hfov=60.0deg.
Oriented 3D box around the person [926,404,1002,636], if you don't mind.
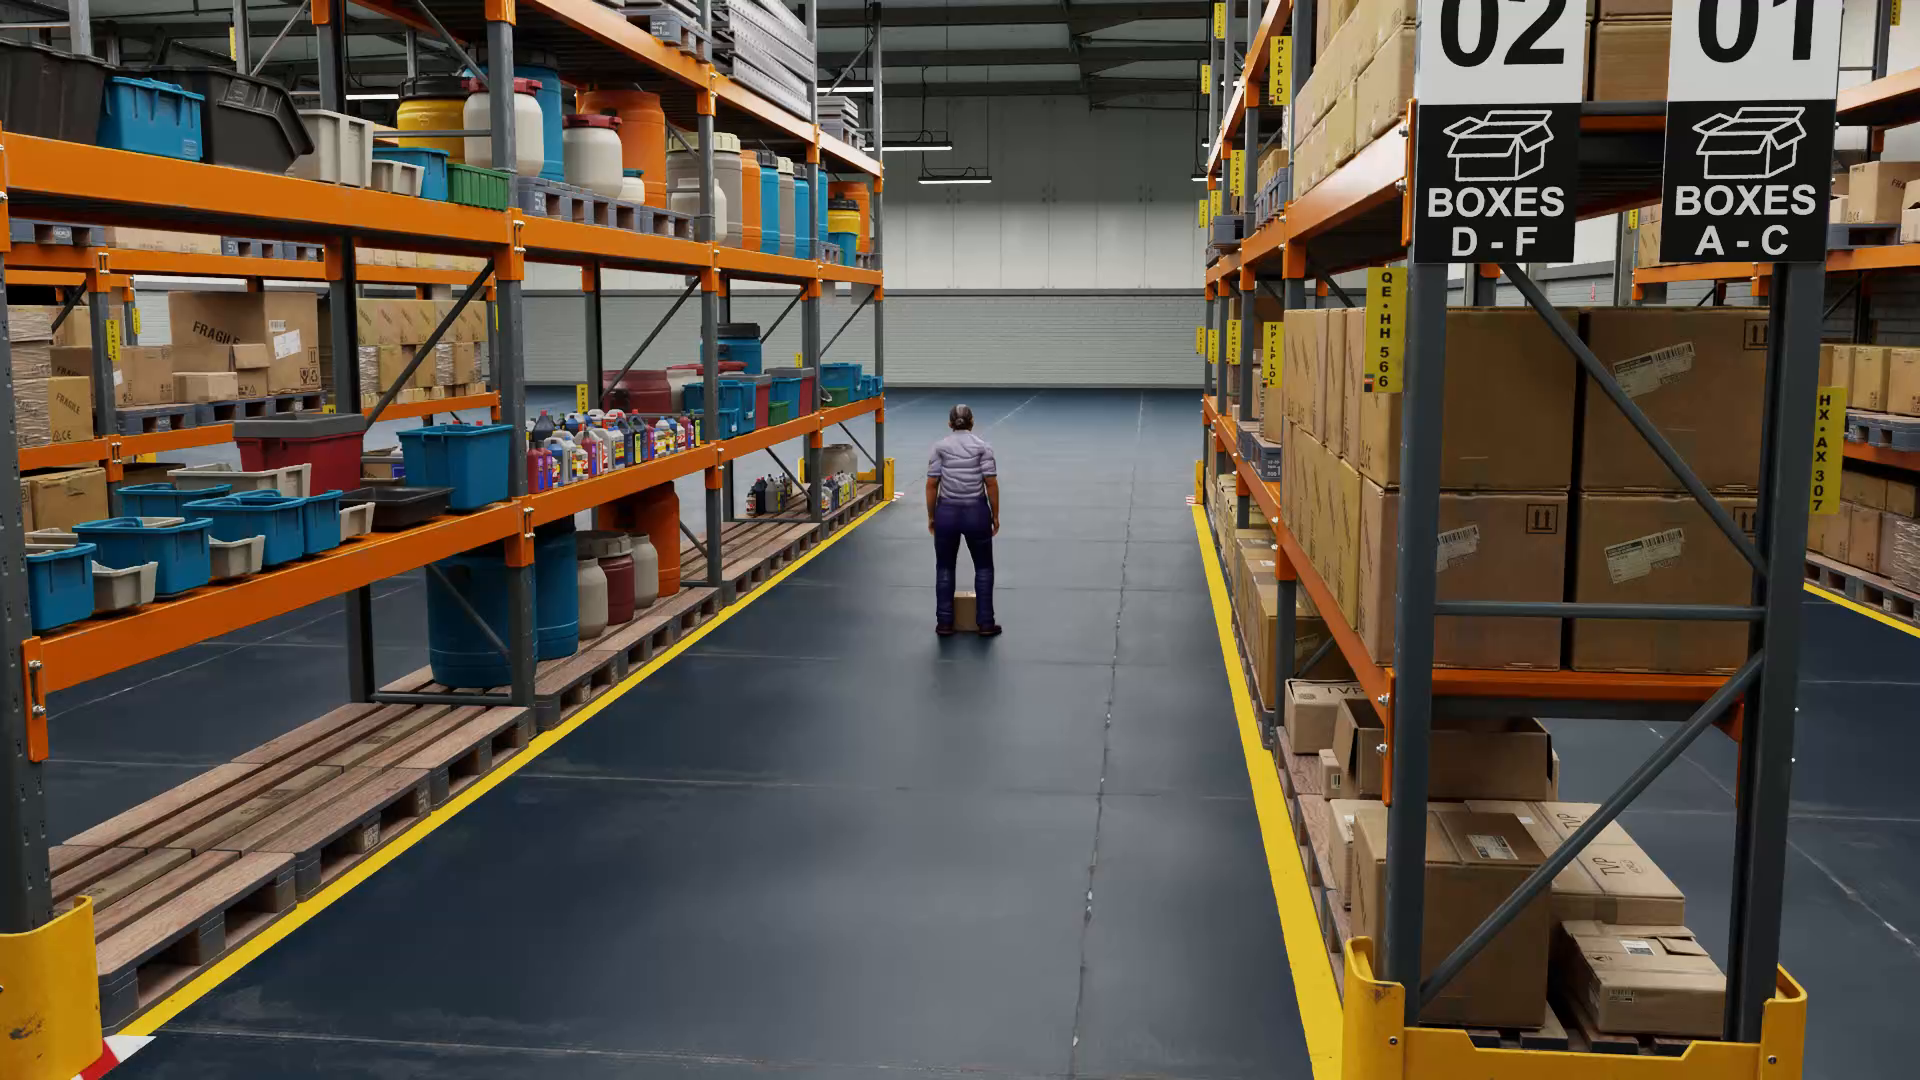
[{"bbox_3d":[0.028,-0.141,11.874,0.537,1.651,0.357,1,8,5],"label":"person"}]
